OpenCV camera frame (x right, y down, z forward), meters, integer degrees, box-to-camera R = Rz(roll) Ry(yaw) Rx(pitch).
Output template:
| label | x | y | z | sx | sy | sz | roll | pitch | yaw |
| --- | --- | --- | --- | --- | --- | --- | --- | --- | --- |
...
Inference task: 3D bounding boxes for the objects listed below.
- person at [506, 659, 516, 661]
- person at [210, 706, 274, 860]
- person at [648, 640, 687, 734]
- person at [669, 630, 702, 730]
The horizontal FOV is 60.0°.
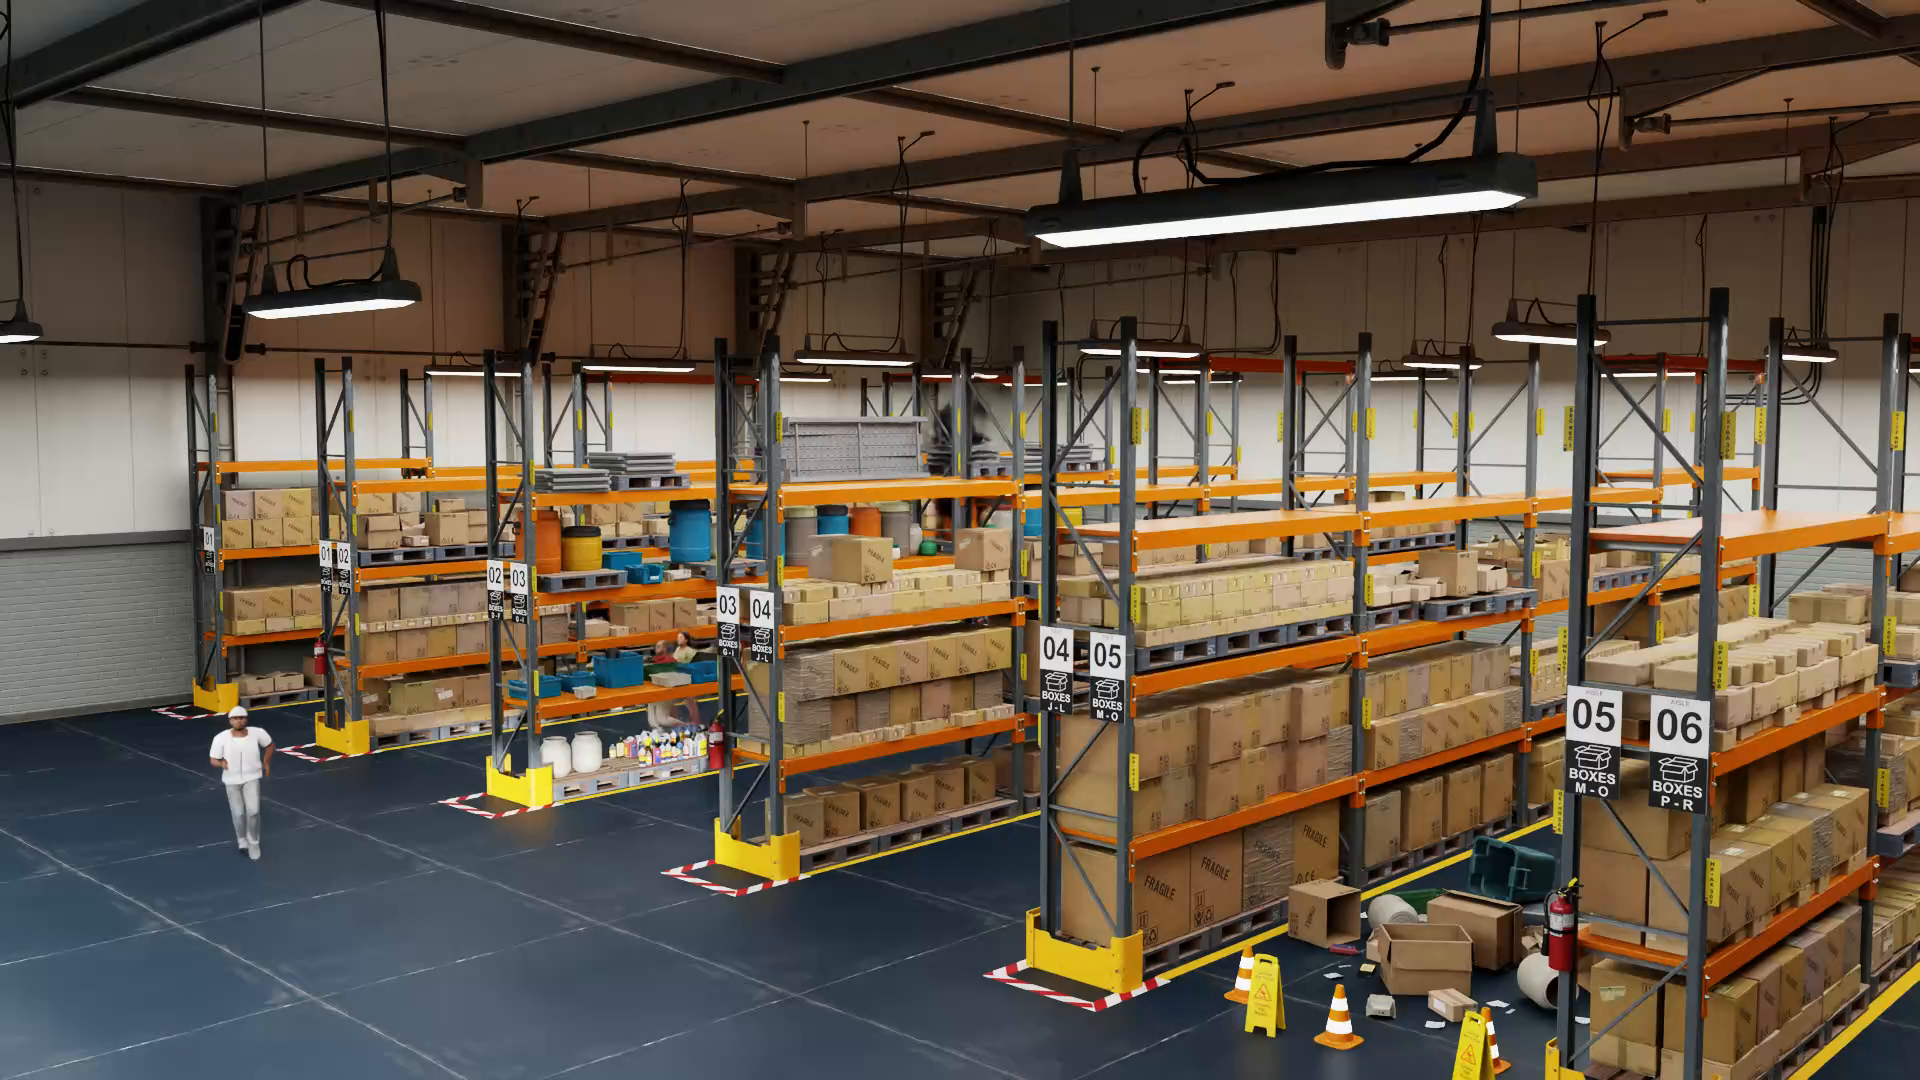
| label | x | y | z | sx | sy | sz | roll | pitch | yaw |
| --- | --- | --- | --- | --- | --- | --- | --- | --- | --- |
| person | -7.989 | 1.979 | 29.843 | 0.661 | 1.751 | 0.963 | 4 | 6 | 41 |
| person | -8.322 | 2.819 | 19.280 | 0.671 | 1.805 | 0.738 | -2 | 5 | -19 |
| person | -4.541 | 2.368 | 25.532 | 0.644 | 1.682 | 0.656 | -4 | 6 | -44 |
| person | -4.420 | 2.297 | 26.572 | 0.543 | 1.719 | 0.723 | 3 | 5 | 33 |
